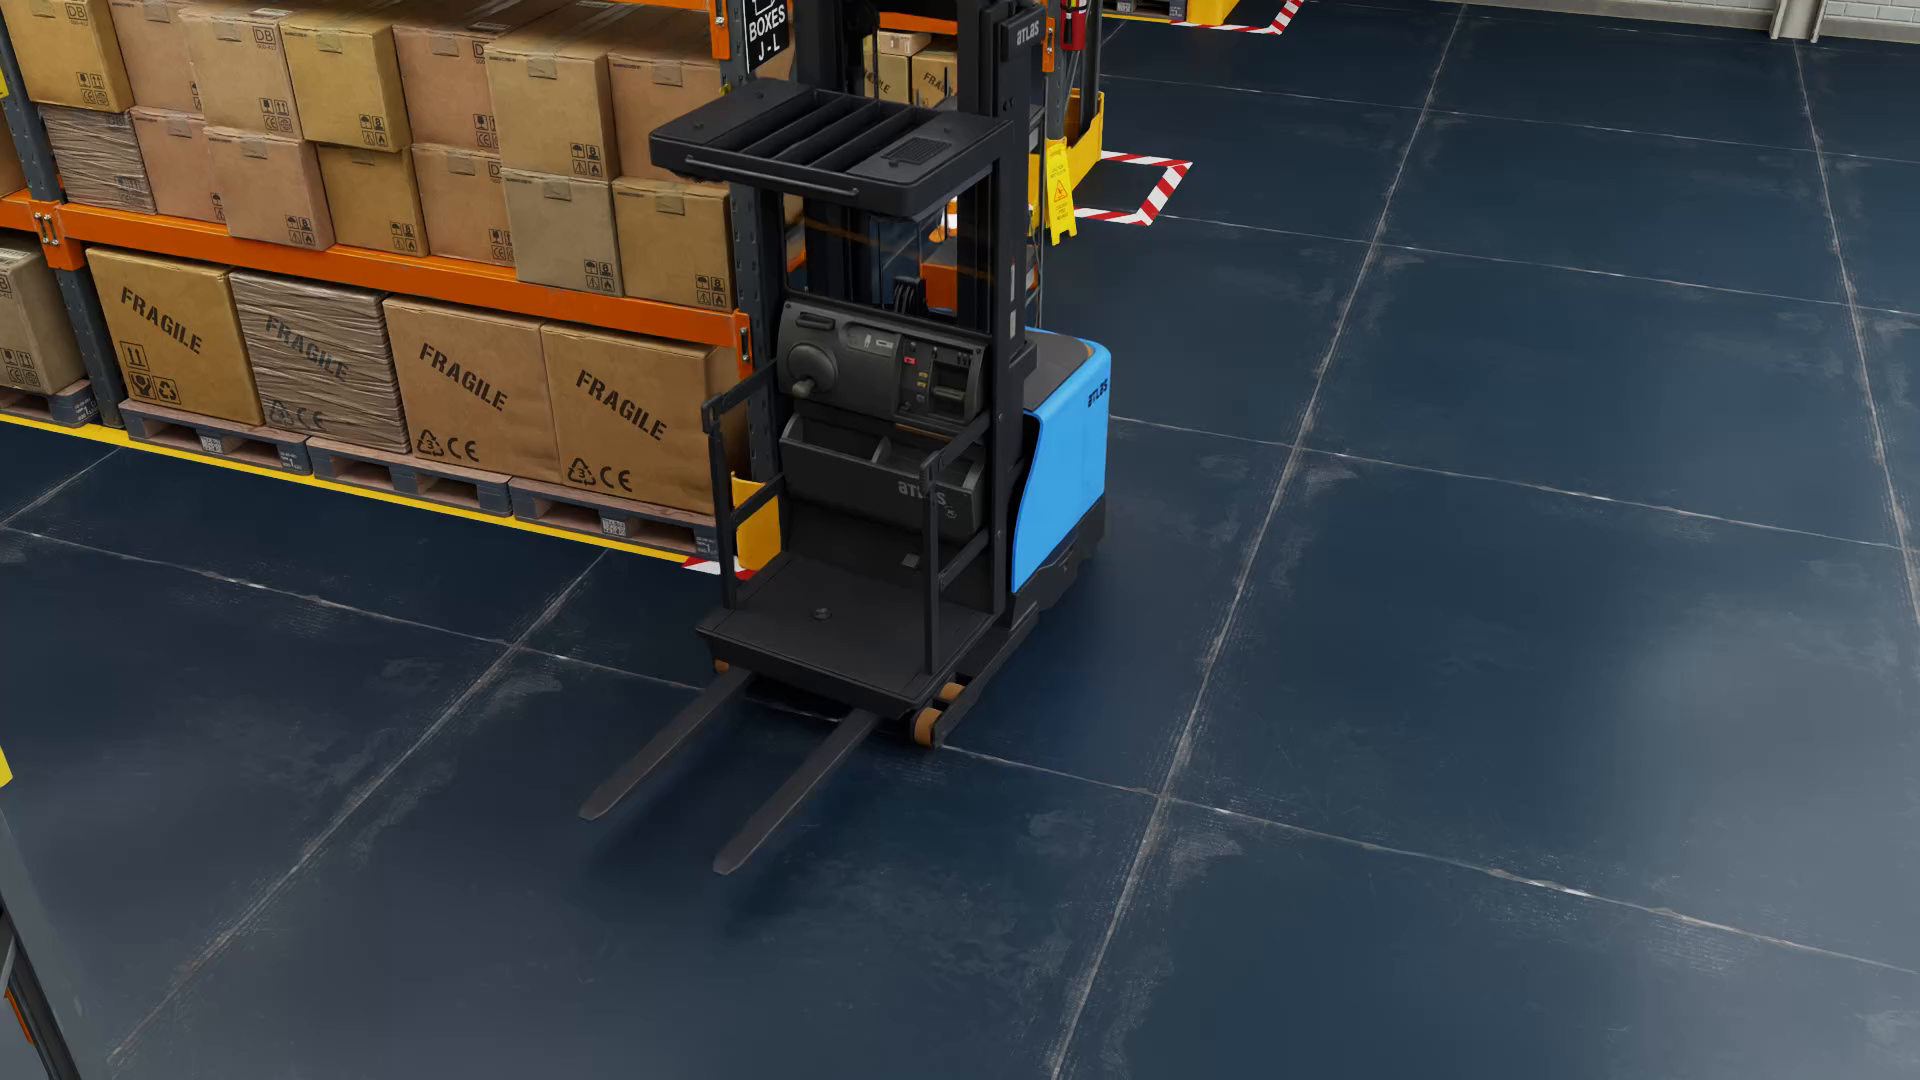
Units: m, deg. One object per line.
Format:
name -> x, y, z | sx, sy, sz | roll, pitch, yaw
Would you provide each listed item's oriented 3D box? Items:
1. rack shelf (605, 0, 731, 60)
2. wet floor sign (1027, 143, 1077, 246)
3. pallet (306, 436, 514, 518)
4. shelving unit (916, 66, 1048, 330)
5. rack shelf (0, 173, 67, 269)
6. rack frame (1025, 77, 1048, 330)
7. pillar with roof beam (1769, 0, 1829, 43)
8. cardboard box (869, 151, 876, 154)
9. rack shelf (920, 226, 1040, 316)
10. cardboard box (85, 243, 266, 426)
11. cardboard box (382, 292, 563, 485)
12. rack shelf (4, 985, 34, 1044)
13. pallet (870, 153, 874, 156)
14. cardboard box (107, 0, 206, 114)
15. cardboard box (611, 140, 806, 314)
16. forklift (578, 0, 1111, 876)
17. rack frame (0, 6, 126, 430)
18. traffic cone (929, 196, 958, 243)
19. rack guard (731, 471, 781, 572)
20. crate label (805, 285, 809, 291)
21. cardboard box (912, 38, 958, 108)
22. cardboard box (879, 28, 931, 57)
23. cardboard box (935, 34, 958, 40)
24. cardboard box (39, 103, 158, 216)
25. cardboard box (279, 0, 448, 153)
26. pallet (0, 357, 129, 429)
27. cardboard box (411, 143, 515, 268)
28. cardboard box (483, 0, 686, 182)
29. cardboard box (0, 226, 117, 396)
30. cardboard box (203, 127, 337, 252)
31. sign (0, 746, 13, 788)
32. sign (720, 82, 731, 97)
rack shelf -> -2.640, -2.725, 7.603 | 4.000, 0.370, 1.077 | 11, 34, 16
wet floor sign -> 0.635, -2.377, 11.336 | 0.232, 0.644, 0.267 | 24, 40, 32
pallet -> -2.681, -0.560, 8.923 | 1.213, 0.211, 1.003 | 11, 34, 16
shelving unit -> 0.103, -1.207, 8.183 | 0.503, 2.100, 0.431 | 11, 35, 17
rack shelf -> -6.406, -2.197, 9.550 | 4.000, 0.370, 1.077 | 11, 34, 16
rack frame -> 0.332, -1.161, 8.112 | 0.015, 2.100, 0.400 | 11, 35, 17
pillar with roof beam -> 6.333, -6.294, 9.702 | 0.400, 9.000, 9.100 | 11, 34, 16
cardboard box -> -0.520, -3.078, 12.399 | 0.500, 0.250, 0.500 | 11, 34, 17
rack shelf -> 0.103, -1.195, 8.191 | 0.480, 0.518, 0.431 | 11, 35, 17
cardboard box -> -3.955, -1.266, 9.017 | 0.875, 0.875, 0.875 | 12, 35, 17
cardboard box -> -2.247, -0.935, 8.505 | 0.875, 0.875, 0.875 | 10, 34, 16
rack shelf -> -4.409, 1.049, 4.522 | 4.000, 0.370, 1.077 | 11, 34, 16
pallet -> -0.007, -2.956, 12.634 | 1.213, 0.211, 1.003 | 11, 34, 16
cardboard box -> -3.630, -2.523, 8.259 | 0.550, 0.550, 0.875 | 11, 34, 16
cardboard box -> -1.122, -1.509, 7.683 | 0.550, 0.550, 0.875 | 11, 34, 16
forklift -> -0.426, -0.648, 6.552 | 1.130, 2.935, 3.031 | 16, 36, 23
rack frame -> -4.523, -2.133, 8.788 | 0.127, 3.000, 1.000 | 11, 34, 16
traffic cone -> -0.023, -2.301, 11.388 | 0.334, 0.463, 0.336 | 11, 34, 16
rack guard -> -0.735, -0.346, 8.326 | 0.348, 0.500, 1.175 | 11, 34, 16
crate label -> -0.838, -1.648, 10.676 | 0.298, 0.136, 0.250 | -6, 33, -9
cardboard box -> -0.025, -3.297, 12.047 | 0.500, 0.500, 0.500 | 11, 35, 17
cardboard box -> -0.393, -3.602, 11.922 | 0.250, 0.149, 0.380 | 12, 35, 18
cardboard box -> 0.129, -3.576, 12.480 | 0.500, 0.500, 0.500 | 10, 34, 15
cardboard box -> -4.172, -2.135, 8.652 | 0.550, 0.550, 0.875 | 11, 34, 16
cardboard box -> -2.667, -2.261, 7.853 | 0.500, 0.550, 0.875 | 11, 34, 16
pallet -> -5.275, -1.064, 9.704 | 1.213, 0.211, 1.003 | 11, 34, 16
cardboard box -> -2.132, -1.765, 8.080 | 0.550, 0.550, 0.875 | 11, 34, 16
cardboard box -> -1.643, -2.059, 7.540 | 0.550, 0.550, 0.875 | 11, 34, 16
cardboard box -> -5.138, -1.432, 9.389 | 0.750, 0.750, 1.050 | 11, 34, 16
cardboard box -> -3.178, -1.887, 8.268 | 0.550, 0.550, 0.875 | 11, 34, 16
sign -> -2.343, 0.472, 3.955 | 0.005, 0.325, 0.100 | 11, 34, 16
sign -> -0.954, -1.712, 6.851 | 0.005, 0.325, 0.100 | 11, 34, 16
